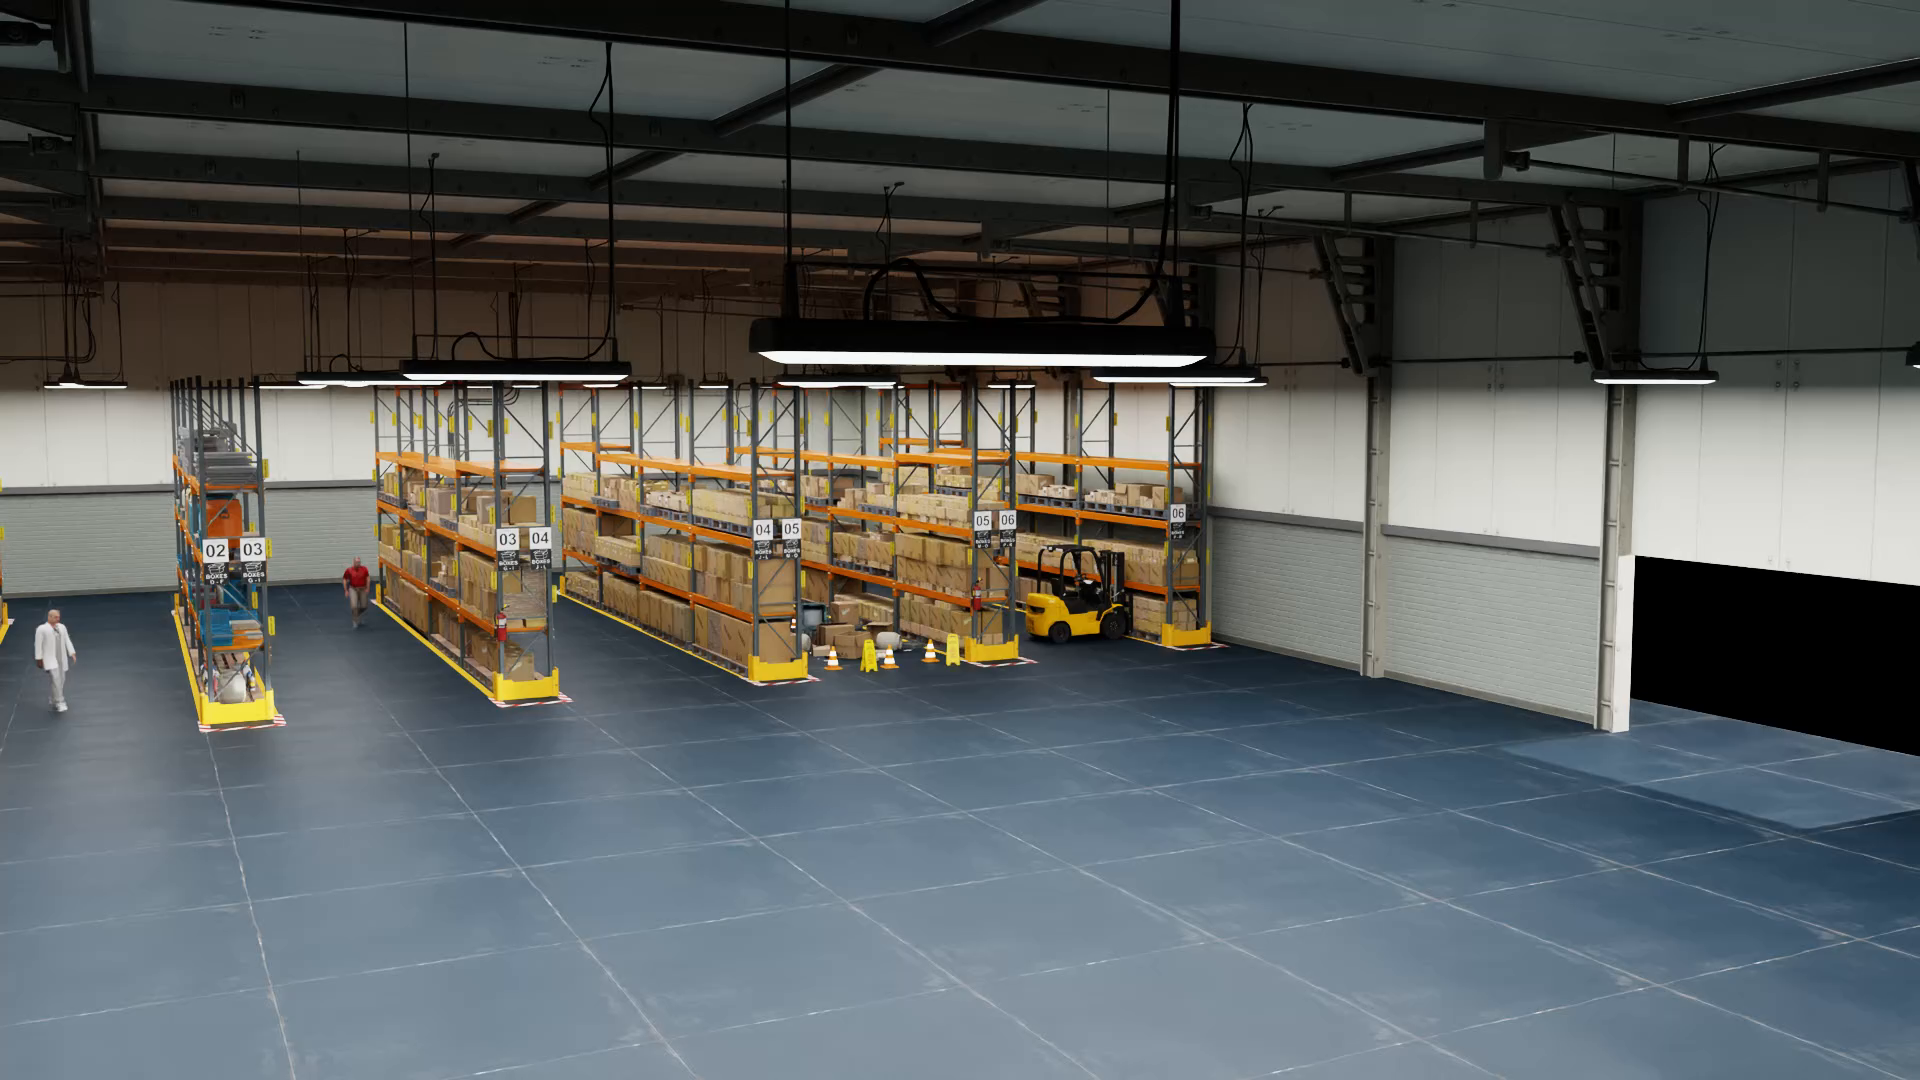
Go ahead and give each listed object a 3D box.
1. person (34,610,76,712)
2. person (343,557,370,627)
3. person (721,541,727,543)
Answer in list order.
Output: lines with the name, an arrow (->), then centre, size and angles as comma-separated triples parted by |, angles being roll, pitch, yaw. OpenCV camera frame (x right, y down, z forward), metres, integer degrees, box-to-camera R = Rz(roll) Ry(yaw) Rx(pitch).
person -> -16.339, 2.173, 30.145 | 0.820, 1.792, 0.607 | 3, 6, 27
person -> -14.809, 1.258, 40.776 | 0.626, 1.711, 0.660 | -3, 6, -34
person -> -7.131, 0.304, 51.303 | 0.567, 1.727, 1.024 | 4, 7, 40
